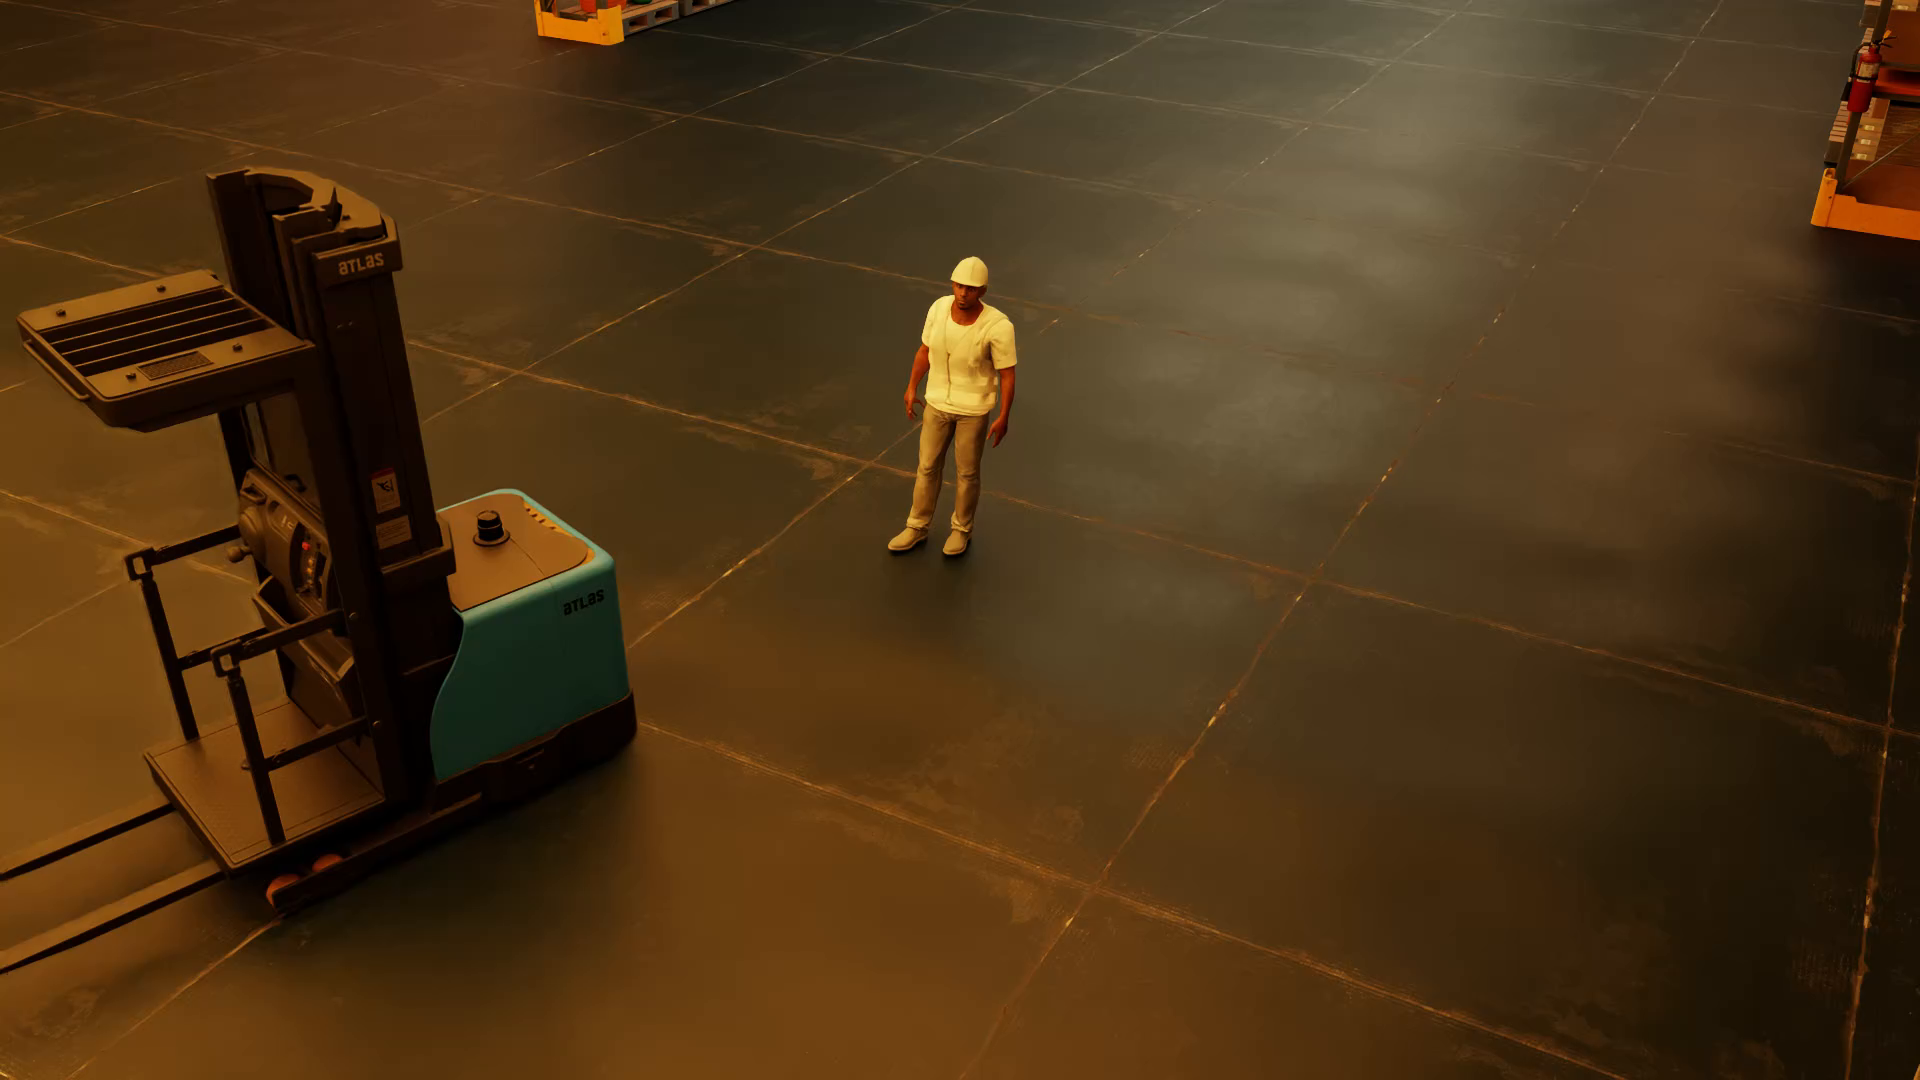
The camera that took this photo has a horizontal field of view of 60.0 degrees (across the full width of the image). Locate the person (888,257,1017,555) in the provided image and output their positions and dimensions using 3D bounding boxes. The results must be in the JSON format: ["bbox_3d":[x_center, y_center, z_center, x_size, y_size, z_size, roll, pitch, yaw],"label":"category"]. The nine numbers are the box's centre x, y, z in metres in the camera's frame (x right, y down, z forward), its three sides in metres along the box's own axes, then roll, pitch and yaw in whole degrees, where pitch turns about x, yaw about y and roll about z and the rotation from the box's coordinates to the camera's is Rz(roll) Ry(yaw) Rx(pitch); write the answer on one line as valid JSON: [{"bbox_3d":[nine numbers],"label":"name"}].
[{"bbox_3d":[-0.039,-0.742,9.507,0.665,1.768,0.575,15,33,25],"label":"person"}]

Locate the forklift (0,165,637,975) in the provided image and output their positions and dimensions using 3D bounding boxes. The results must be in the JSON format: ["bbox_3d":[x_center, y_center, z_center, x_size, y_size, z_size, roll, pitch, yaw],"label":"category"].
[{"bbox_3d":[-3.032,0.050,6.984,3.031,2.935,1.130,-24,38,-35],"label":"forklift"}]
